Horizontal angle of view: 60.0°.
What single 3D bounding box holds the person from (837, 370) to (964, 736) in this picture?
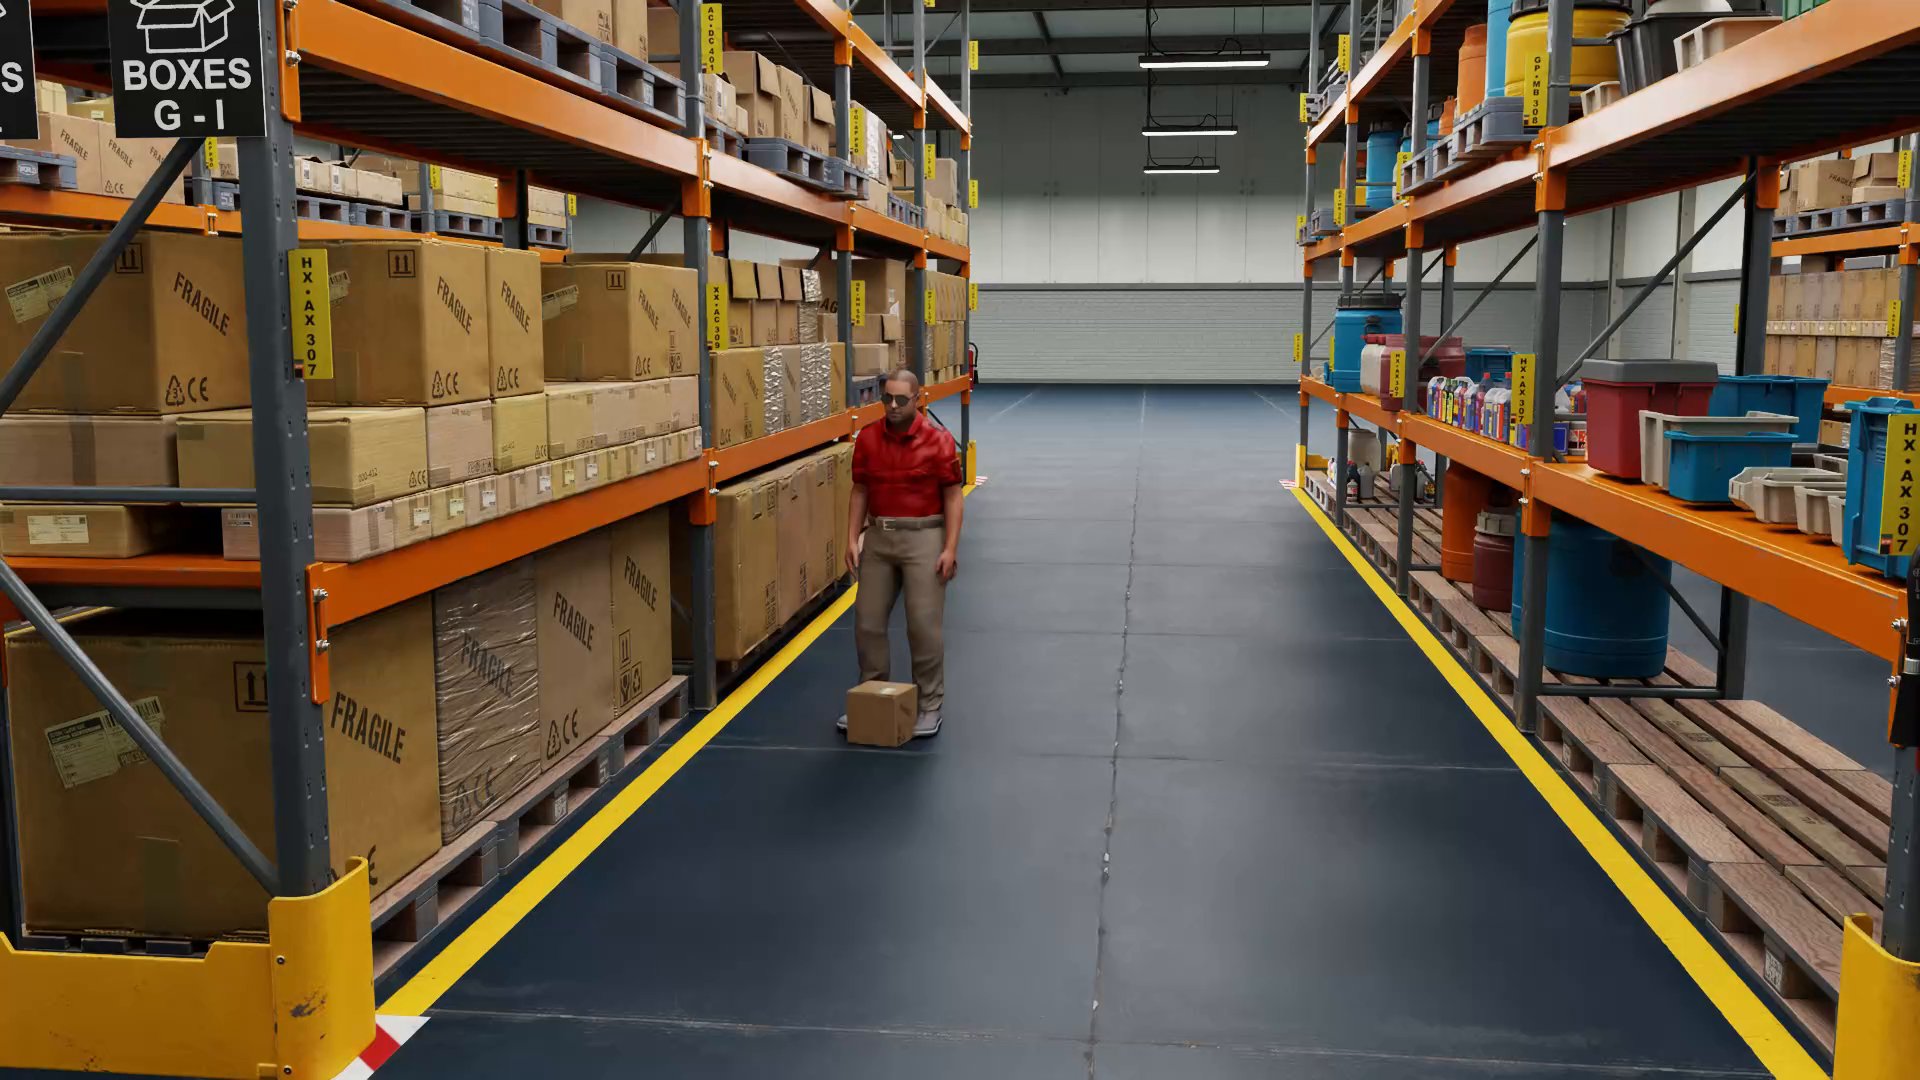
[{"bbox_3d":[-0.277,0.052,7.952,0.582,1.726,0.397,3,8,20],"label":"person"}]
